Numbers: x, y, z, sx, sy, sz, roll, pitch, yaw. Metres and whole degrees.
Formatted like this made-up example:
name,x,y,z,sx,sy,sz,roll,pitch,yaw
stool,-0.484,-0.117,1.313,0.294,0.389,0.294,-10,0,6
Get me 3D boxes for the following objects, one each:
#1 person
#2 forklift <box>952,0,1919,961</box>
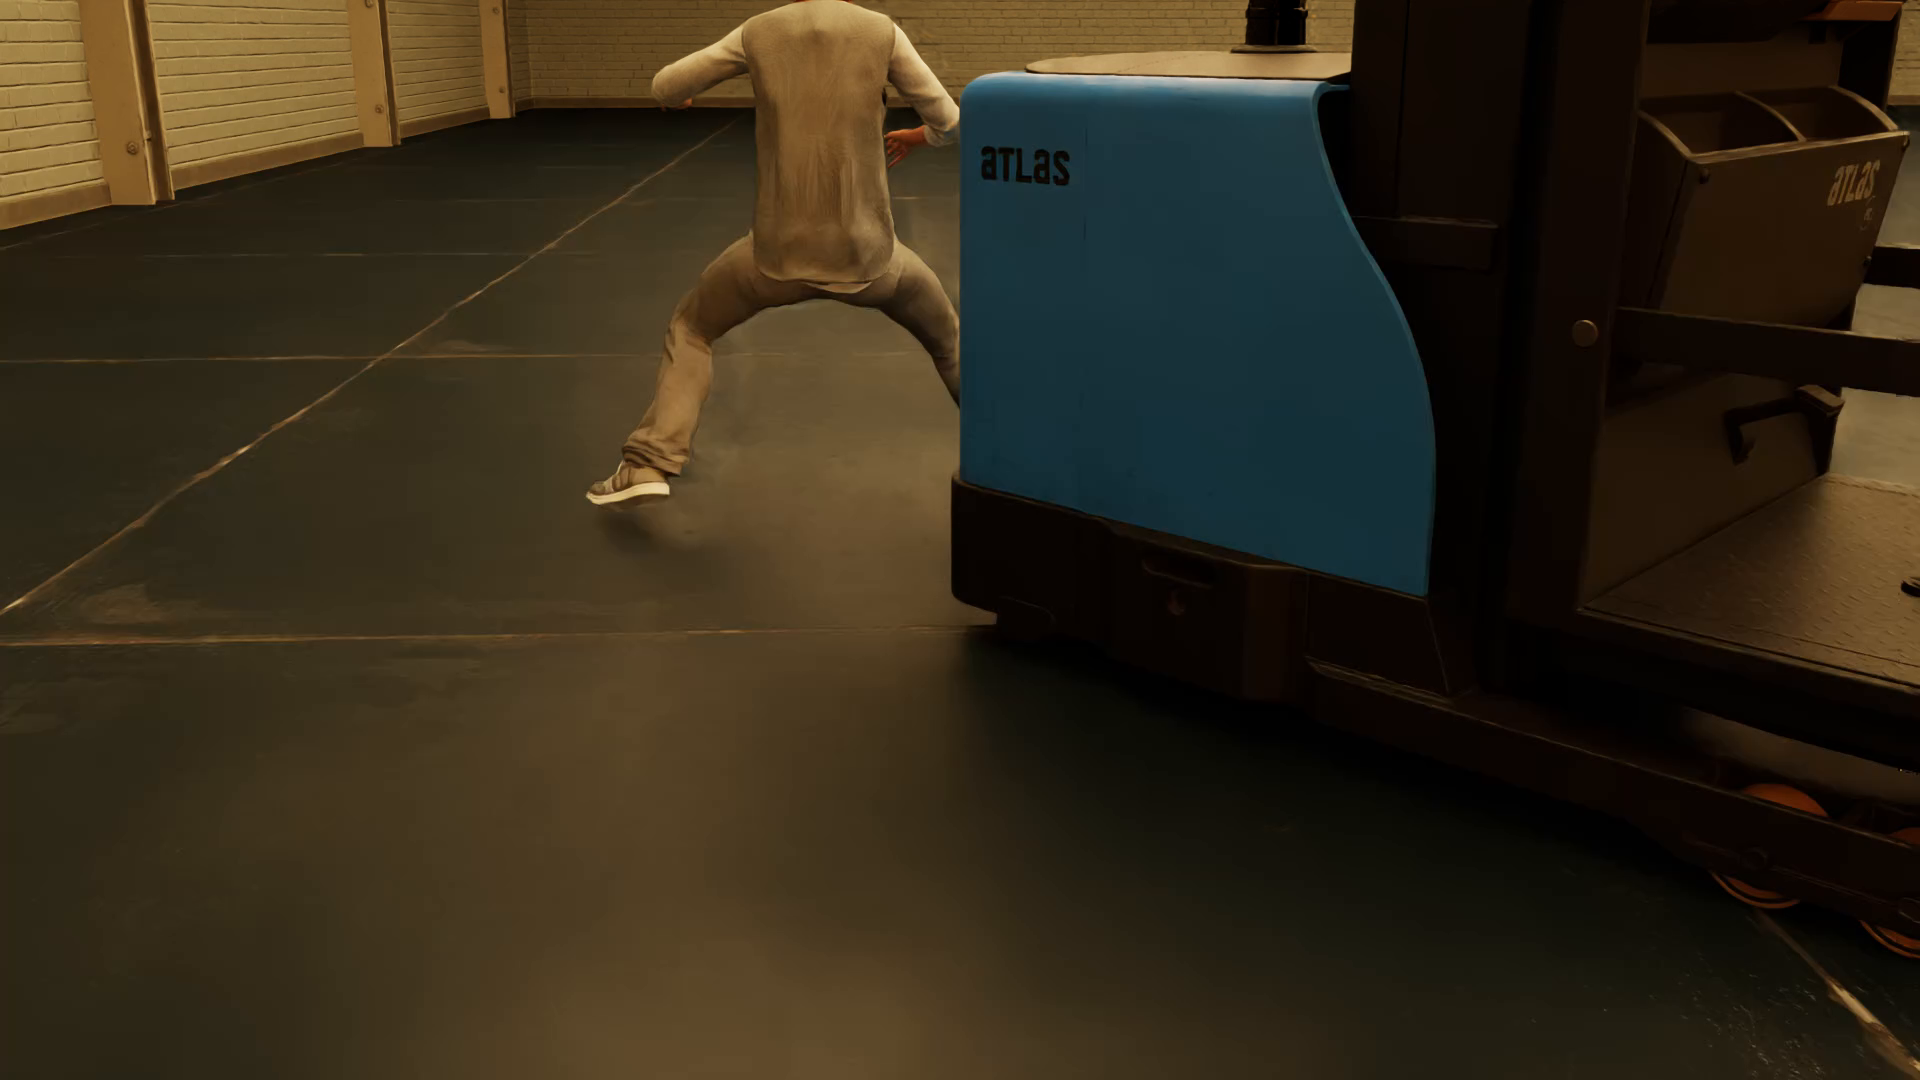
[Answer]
name,x,y,z,sx,sy,sz,roll,pitch,yaw
person,-0.351,-0.762,4.051,1.126,1.377,0.648,0,17,1
forklift,1.394,-1.031,2.278,3.031,2.935,1.130,16,23,42
